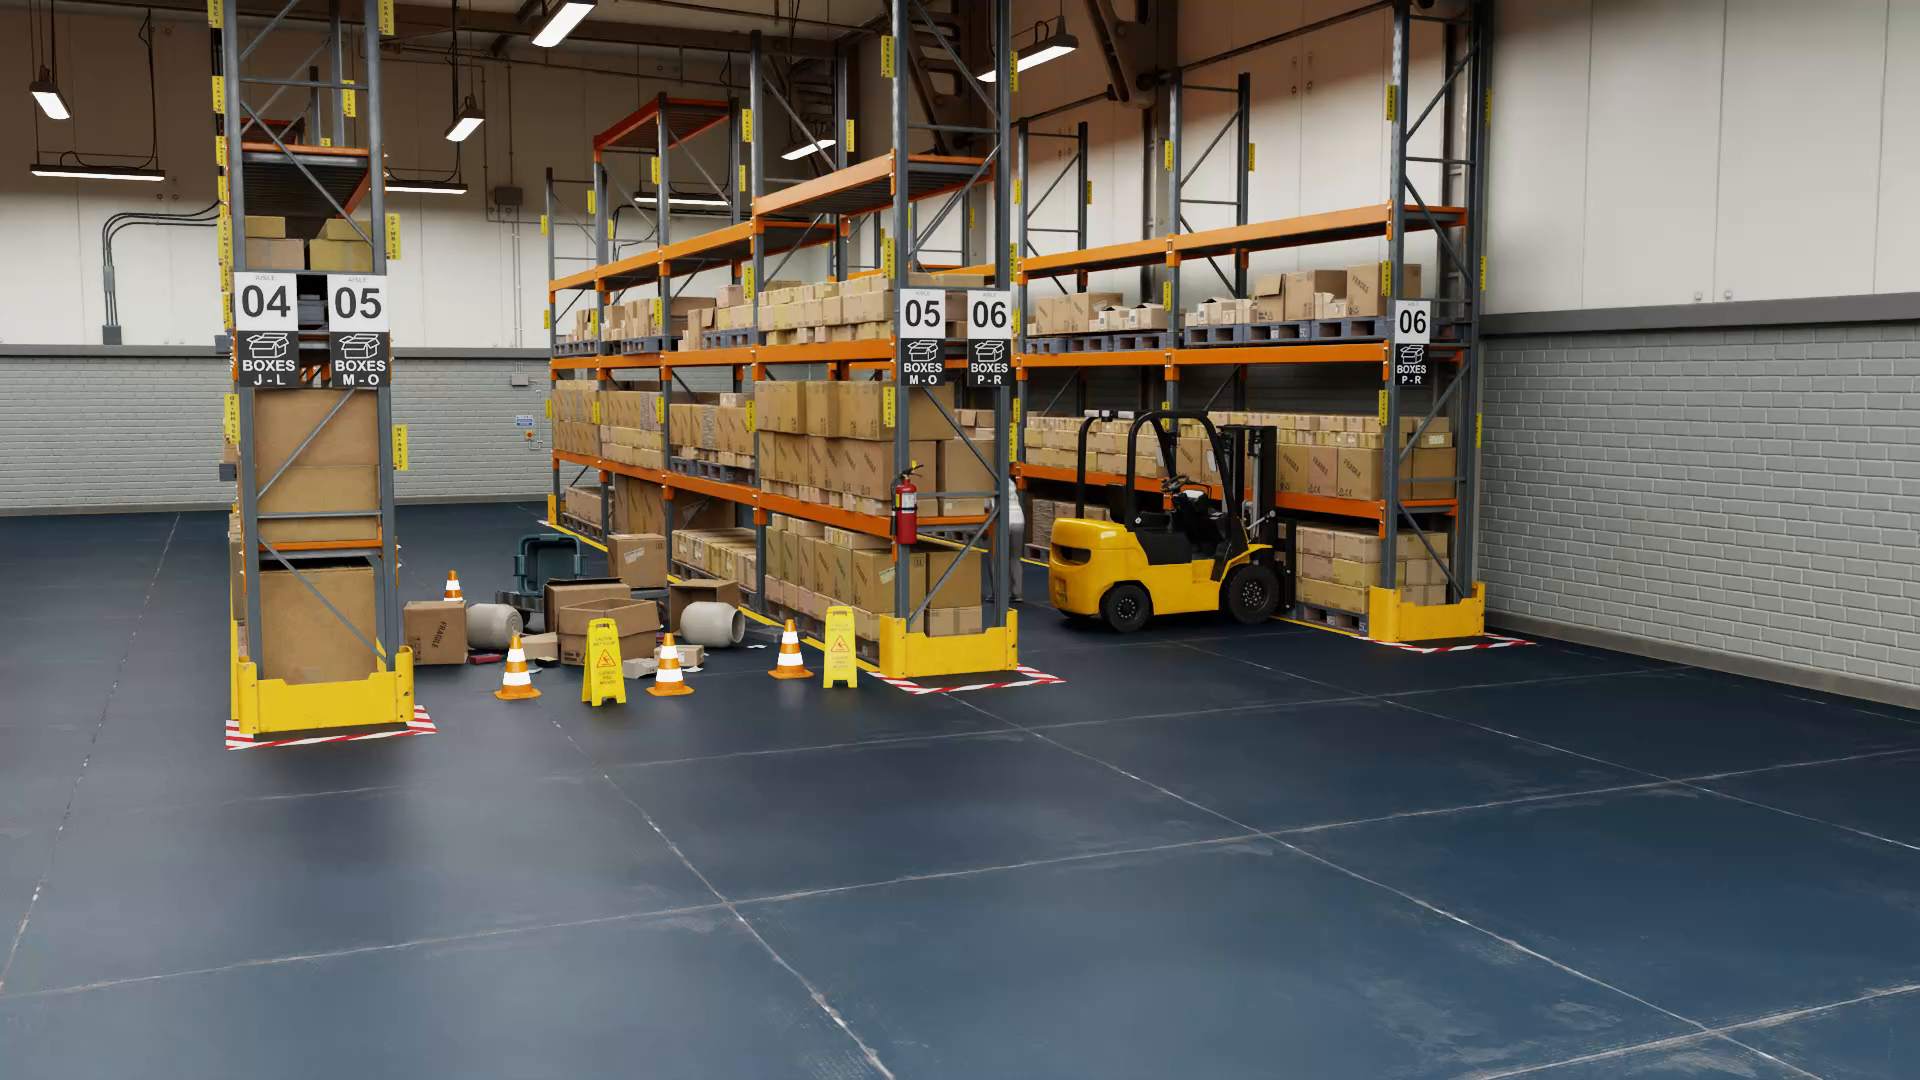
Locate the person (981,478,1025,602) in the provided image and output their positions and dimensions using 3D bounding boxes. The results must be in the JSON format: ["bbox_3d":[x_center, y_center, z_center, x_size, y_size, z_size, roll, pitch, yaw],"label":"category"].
[{"bbox_3d":[0.465,-0.106,18.514,0.412,1.595,0.575,-3,6,-25],"label":"person"}]
